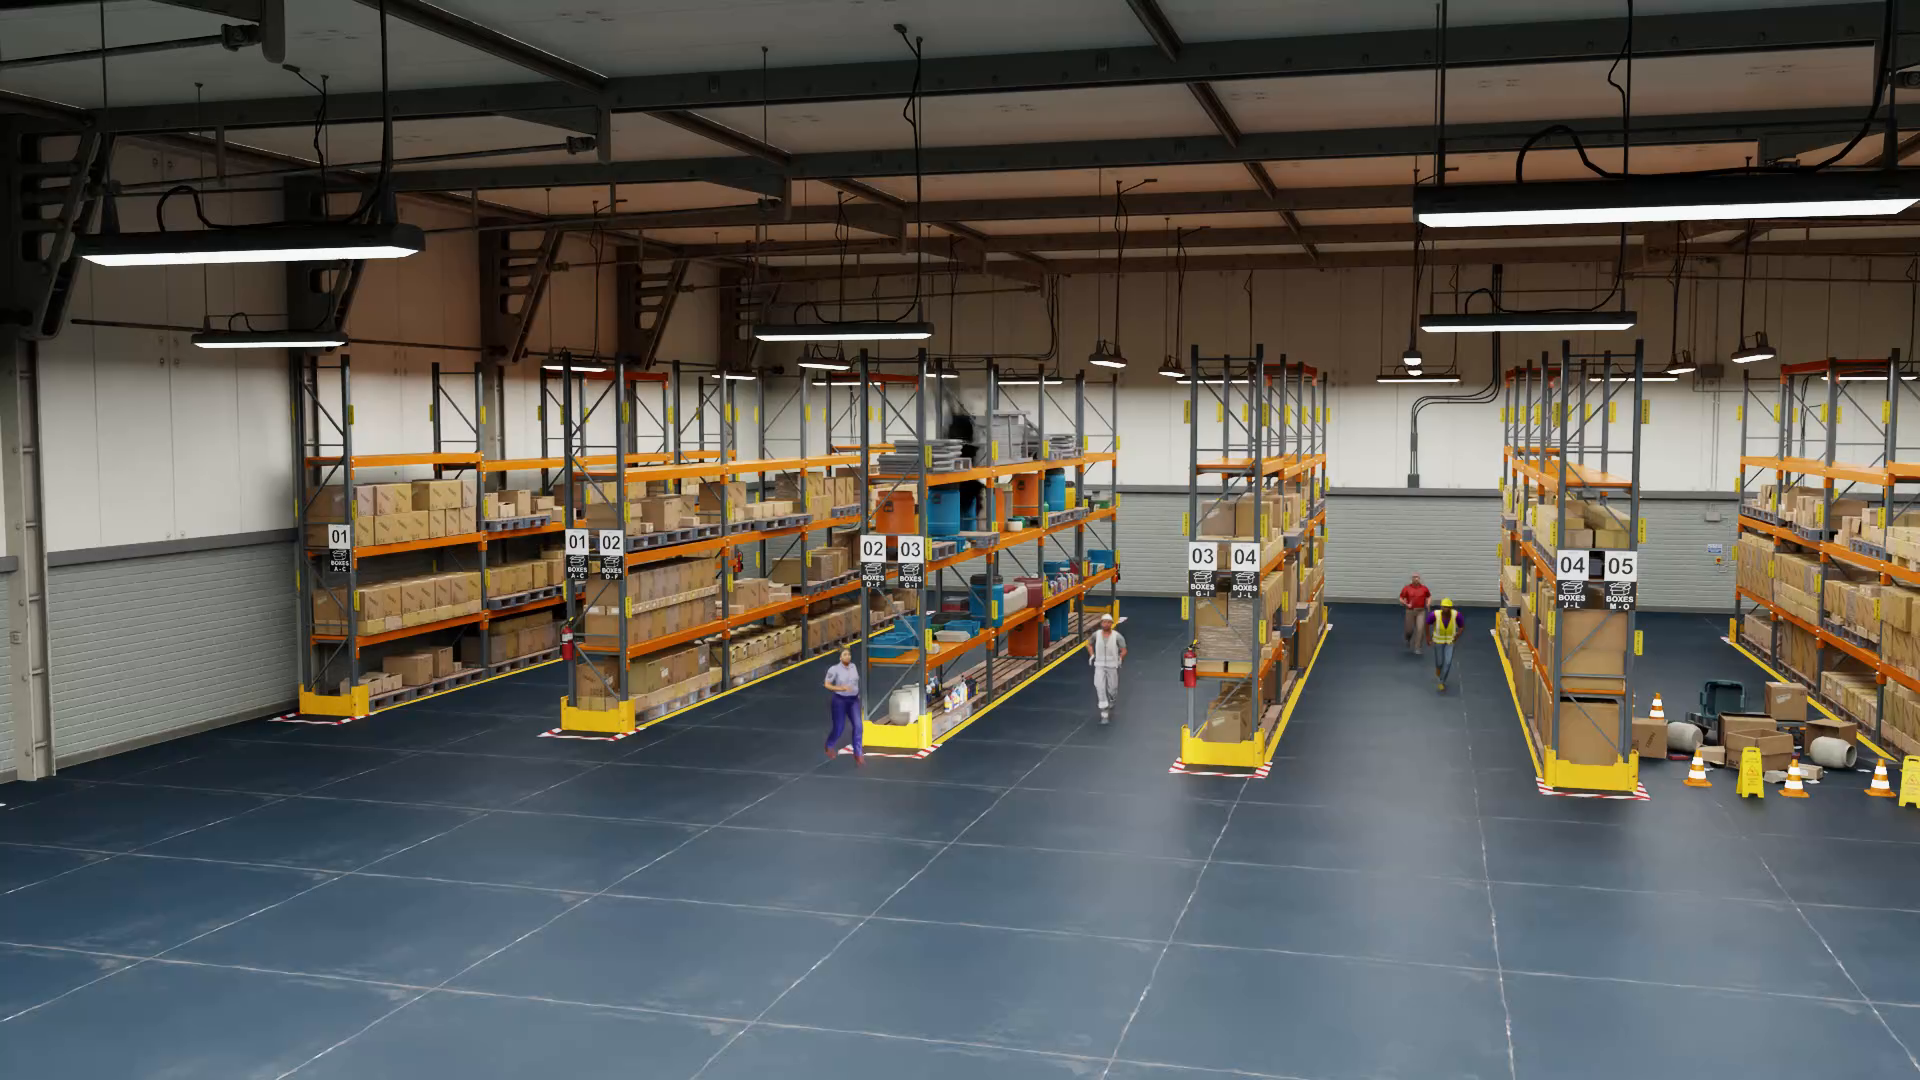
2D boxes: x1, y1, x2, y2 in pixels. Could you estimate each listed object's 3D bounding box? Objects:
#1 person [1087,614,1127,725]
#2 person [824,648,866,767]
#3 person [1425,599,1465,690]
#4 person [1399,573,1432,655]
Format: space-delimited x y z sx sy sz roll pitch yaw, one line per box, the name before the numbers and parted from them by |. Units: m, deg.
person | 2.394 2.090 27.231 0.655 1.774 0.845 1 4 11
person | -1.674 2.392 23.952 0.611 1.695 0.790 -3 5 -32
person | 8.885 1.894 30.499 0.697 1.693 0.840 1 4 7
person | 9.585 1.536 34.972 0.674 1.682 0.782 1 4 9
